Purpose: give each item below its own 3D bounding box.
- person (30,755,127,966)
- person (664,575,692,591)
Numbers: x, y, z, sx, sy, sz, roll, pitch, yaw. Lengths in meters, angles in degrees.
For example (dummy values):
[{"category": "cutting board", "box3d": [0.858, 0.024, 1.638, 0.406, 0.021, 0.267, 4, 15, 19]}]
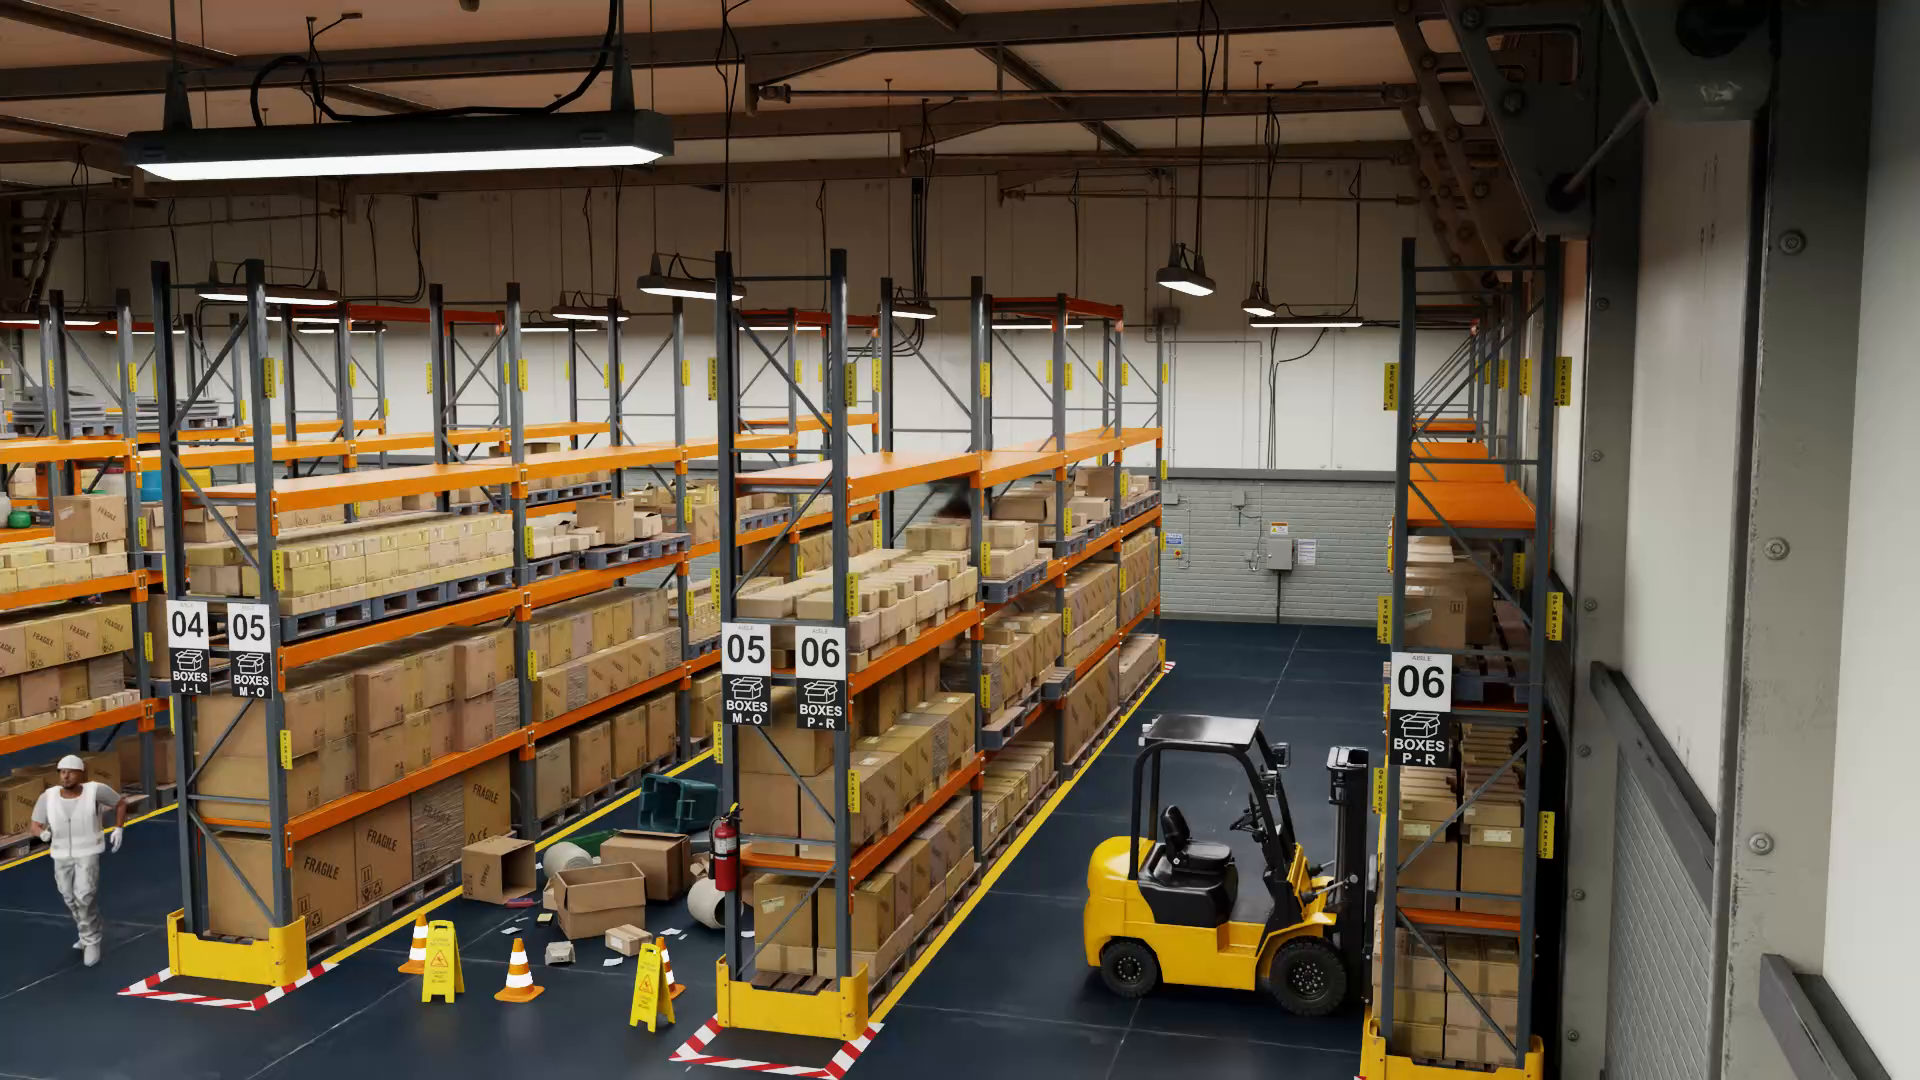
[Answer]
[{"category": "person", "box3d": [-7.648, 2.761, 14.383, 0.680, 1.830, 0.767, -1, 6, -7]}, {"category": "person", "box3d": [-5.076, 1.290, 30.157, 0.536, 1.347, 0.590, -2, 6, -16]}]
